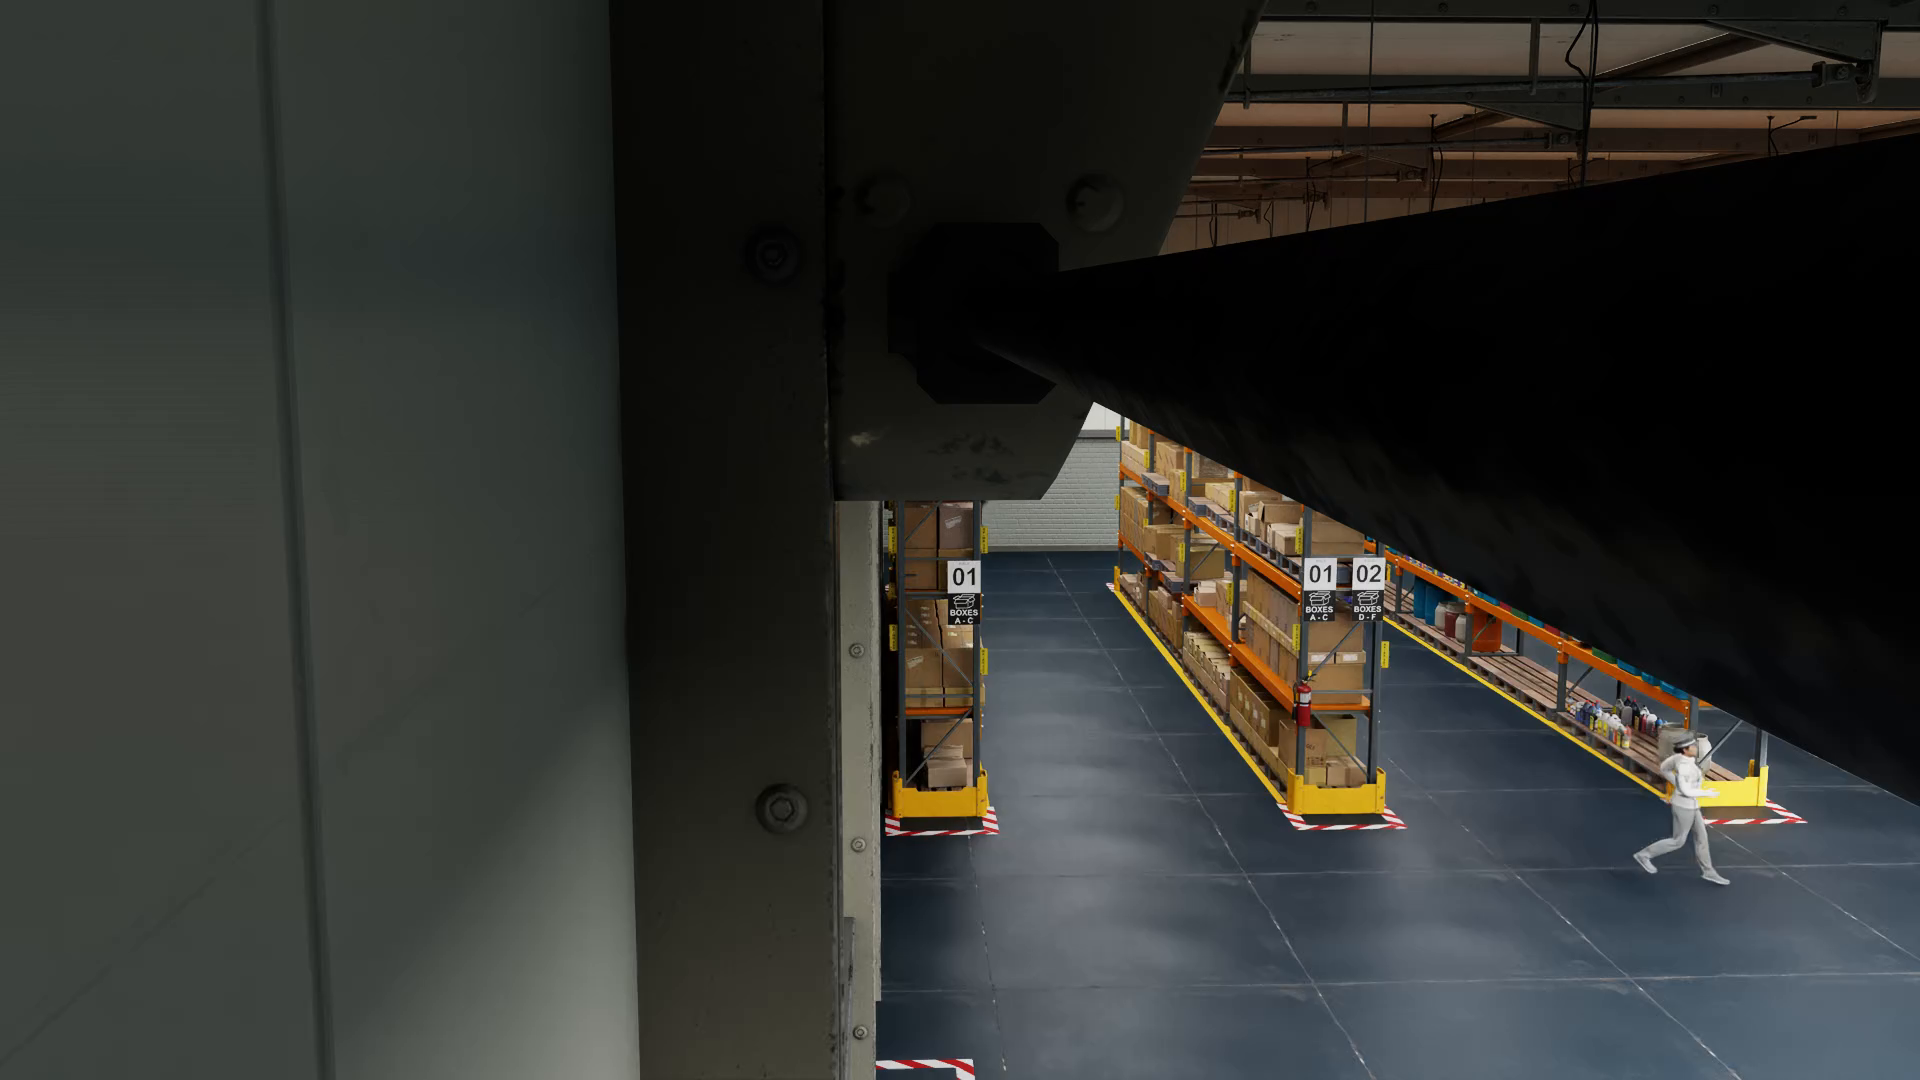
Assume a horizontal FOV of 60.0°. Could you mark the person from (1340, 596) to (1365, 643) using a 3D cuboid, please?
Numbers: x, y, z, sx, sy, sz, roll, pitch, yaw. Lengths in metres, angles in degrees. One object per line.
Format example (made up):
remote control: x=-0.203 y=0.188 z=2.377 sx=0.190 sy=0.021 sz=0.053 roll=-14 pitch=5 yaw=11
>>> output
person: x=6.801 y=1.414 z=28.725 sx=0.557 sy=1.603 sz=0.561 roll=-2 pitch=9 yaw=-15

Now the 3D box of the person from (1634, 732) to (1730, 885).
person: x=7.890 y=2.900 z=18.085 sx=0.984 sy=1.678 sz=0.625 roll=3 pitch=9 yaw=21
